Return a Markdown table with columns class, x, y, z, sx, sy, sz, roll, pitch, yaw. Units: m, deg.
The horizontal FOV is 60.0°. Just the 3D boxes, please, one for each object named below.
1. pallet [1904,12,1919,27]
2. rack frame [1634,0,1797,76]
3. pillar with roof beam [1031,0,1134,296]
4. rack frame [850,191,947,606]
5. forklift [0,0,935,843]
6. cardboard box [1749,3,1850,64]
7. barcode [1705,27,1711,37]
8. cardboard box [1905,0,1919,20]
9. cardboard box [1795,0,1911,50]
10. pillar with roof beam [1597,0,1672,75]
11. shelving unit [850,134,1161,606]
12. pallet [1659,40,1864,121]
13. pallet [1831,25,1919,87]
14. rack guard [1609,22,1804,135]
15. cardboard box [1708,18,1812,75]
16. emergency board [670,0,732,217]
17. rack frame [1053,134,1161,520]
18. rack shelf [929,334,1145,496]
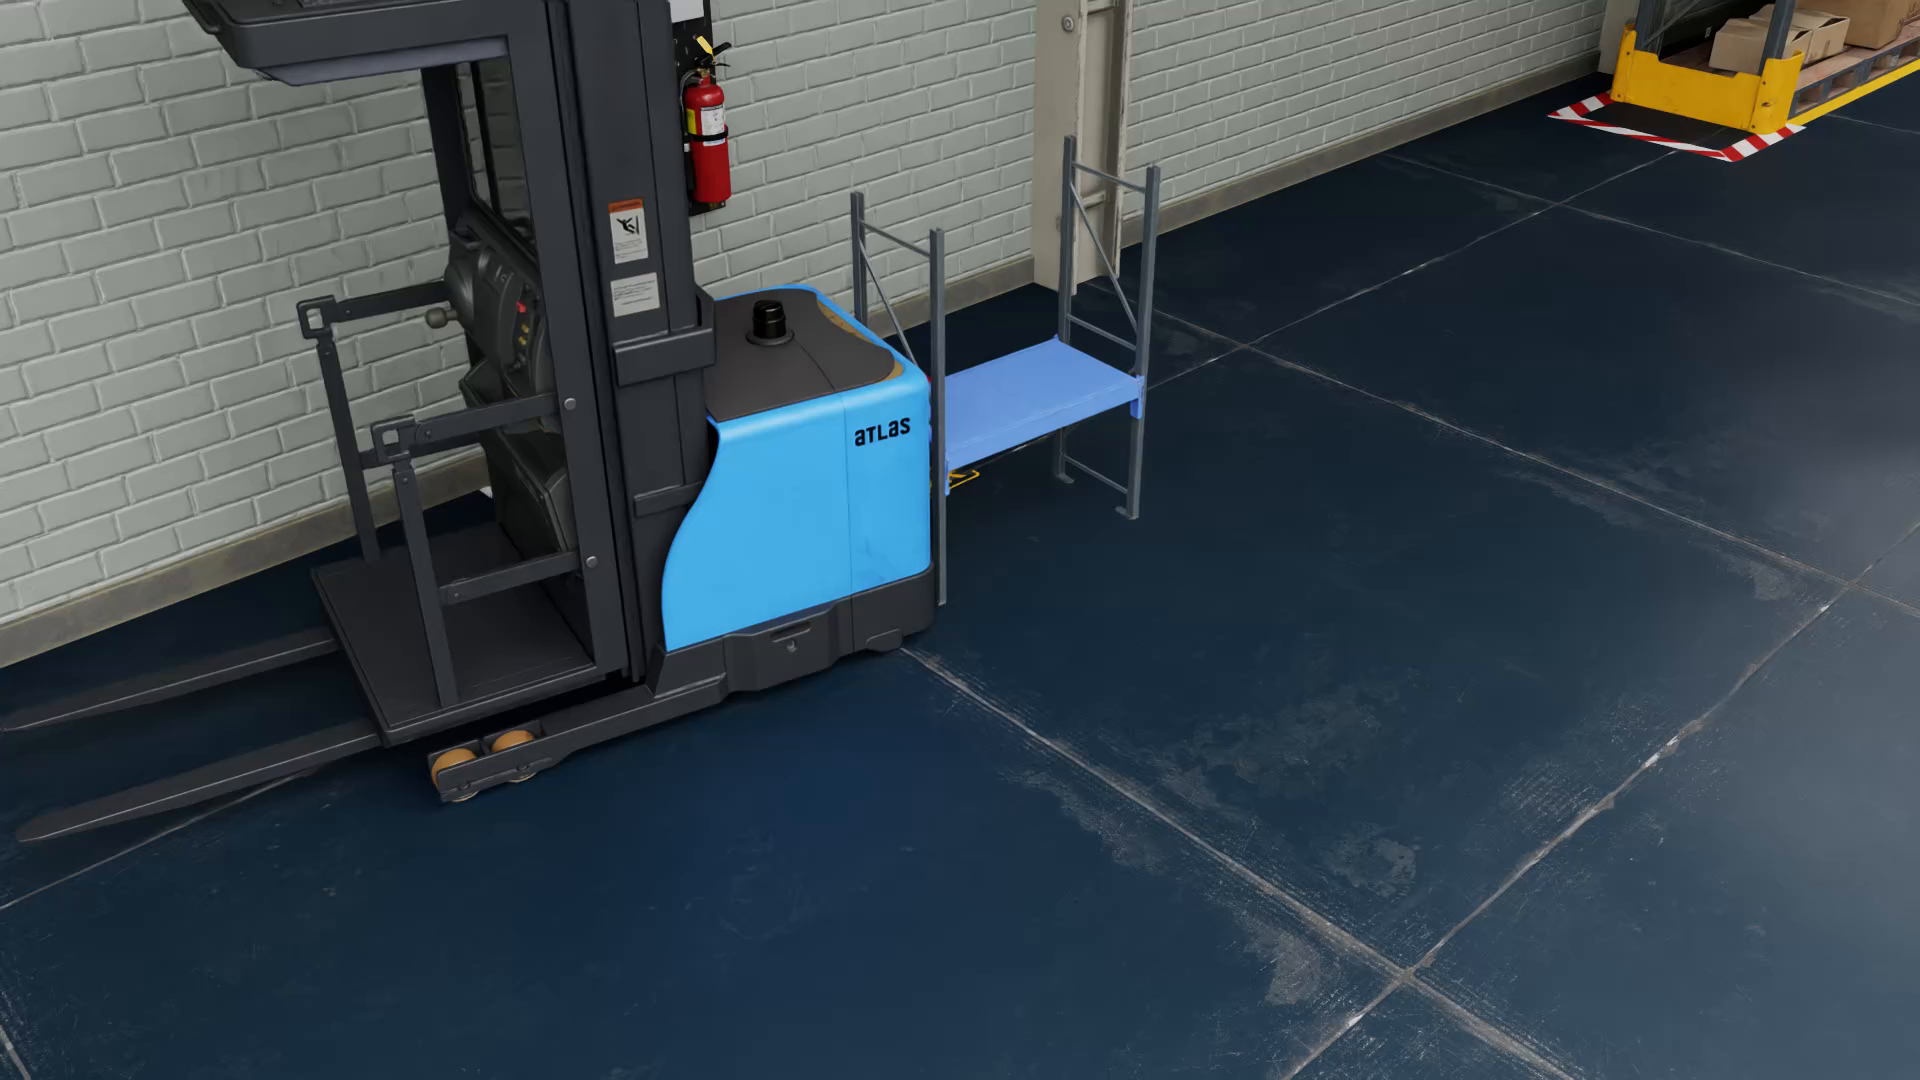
| class | x | y | z | sx | sy | sz | roll | pitch | yaw |
| --- | --- | --- | --- | --- | --- | --- | --- | --- | --- |
| pallet | 7.566 | -4.236 | 13.475 | 1.213 | 0.211 | 1.003 | -26 | 40 | -35 |
| rack frame | 5.101 | -4.258 | 10.839 | 0.127 | 3.000 | 1.000 | -26 | 40 | -35 |
| pillar with roof beam | 3.554 | -3.622 | 4.047 | 0.400 | 9.000 | 9.100 | -26 | 40 | -35 |
| rack frame | -0.220 | -0.494 | 6.121 | 0.032 | 1.500 | 0.500 | -23 | 38 | -32 |
| forklift | -1.625 | -0.723 | 5.122 | 3.031 | 2.935 | 1.130 | -17 | 35 | -26 |
| cardboard box | 6.088 | -3.712 | 12.101 | 0.500 | 0.311 | 0.500 | -22 | 38 | -32 |
| barcode | 5.411 | -3.673 | 12.029 | 0.075 | 0.075 | 0.001 | -26 | 40 | -35 |
| cardboard box | 7.301 | -4.415 | 13.069 | 0.500 | 0.500 | 0.500 | 26 | 40 | 35 |
| cardboard box | 6.660 | -4.034 | 12.446 | 0.700 | 0.500 | 0.500 | 26 | 40 | 36 |
| pillar with roof beam | 7.954 | -5.750 | 7.528 | 0.400 | 9.000 | 9.100 | -26 | 40 | -35 |
| shelving unit | 0.175 | -0.661 | 6.393 | 1.048 | 1.500 | 0.538 | -23 | 38 | -32 |
| pallet | 5.777 | -3.370 | 12.060 | 1.213 | 0.211 | 1.003 | -26 | 40 | -35 |
| pallet | 6.671 | -3.801 | 12.764 | 1.213 | 0.211 | 1.003 | -26 | 40 | -35 |
| rack guard | 5.157 | -3.219 | 11.535 | 0.348 | 0.500 | 1.175 | -26 | 40 | -35 |
| cardboard box | 5.670 | -3.510 | 11.771 | 0.500 | 0.311 | 0.500 | 24 | 39 | 34 |
| emergency board | -1.211 | -1.847 | 6.896 | 0.643 | 1.169 | 0.194 | -26 | 40 | -35 |
| rack frame | 0.571 | -0.827 | 6.665 | 0.032 | 1.500 | 0.500 | -23 | 38 | -32 |
| rack shelf | 0.175 | -0.507 | 6.487 | 1.000 | 0.185 | 0.538 | -23 | 38 | -32 |
